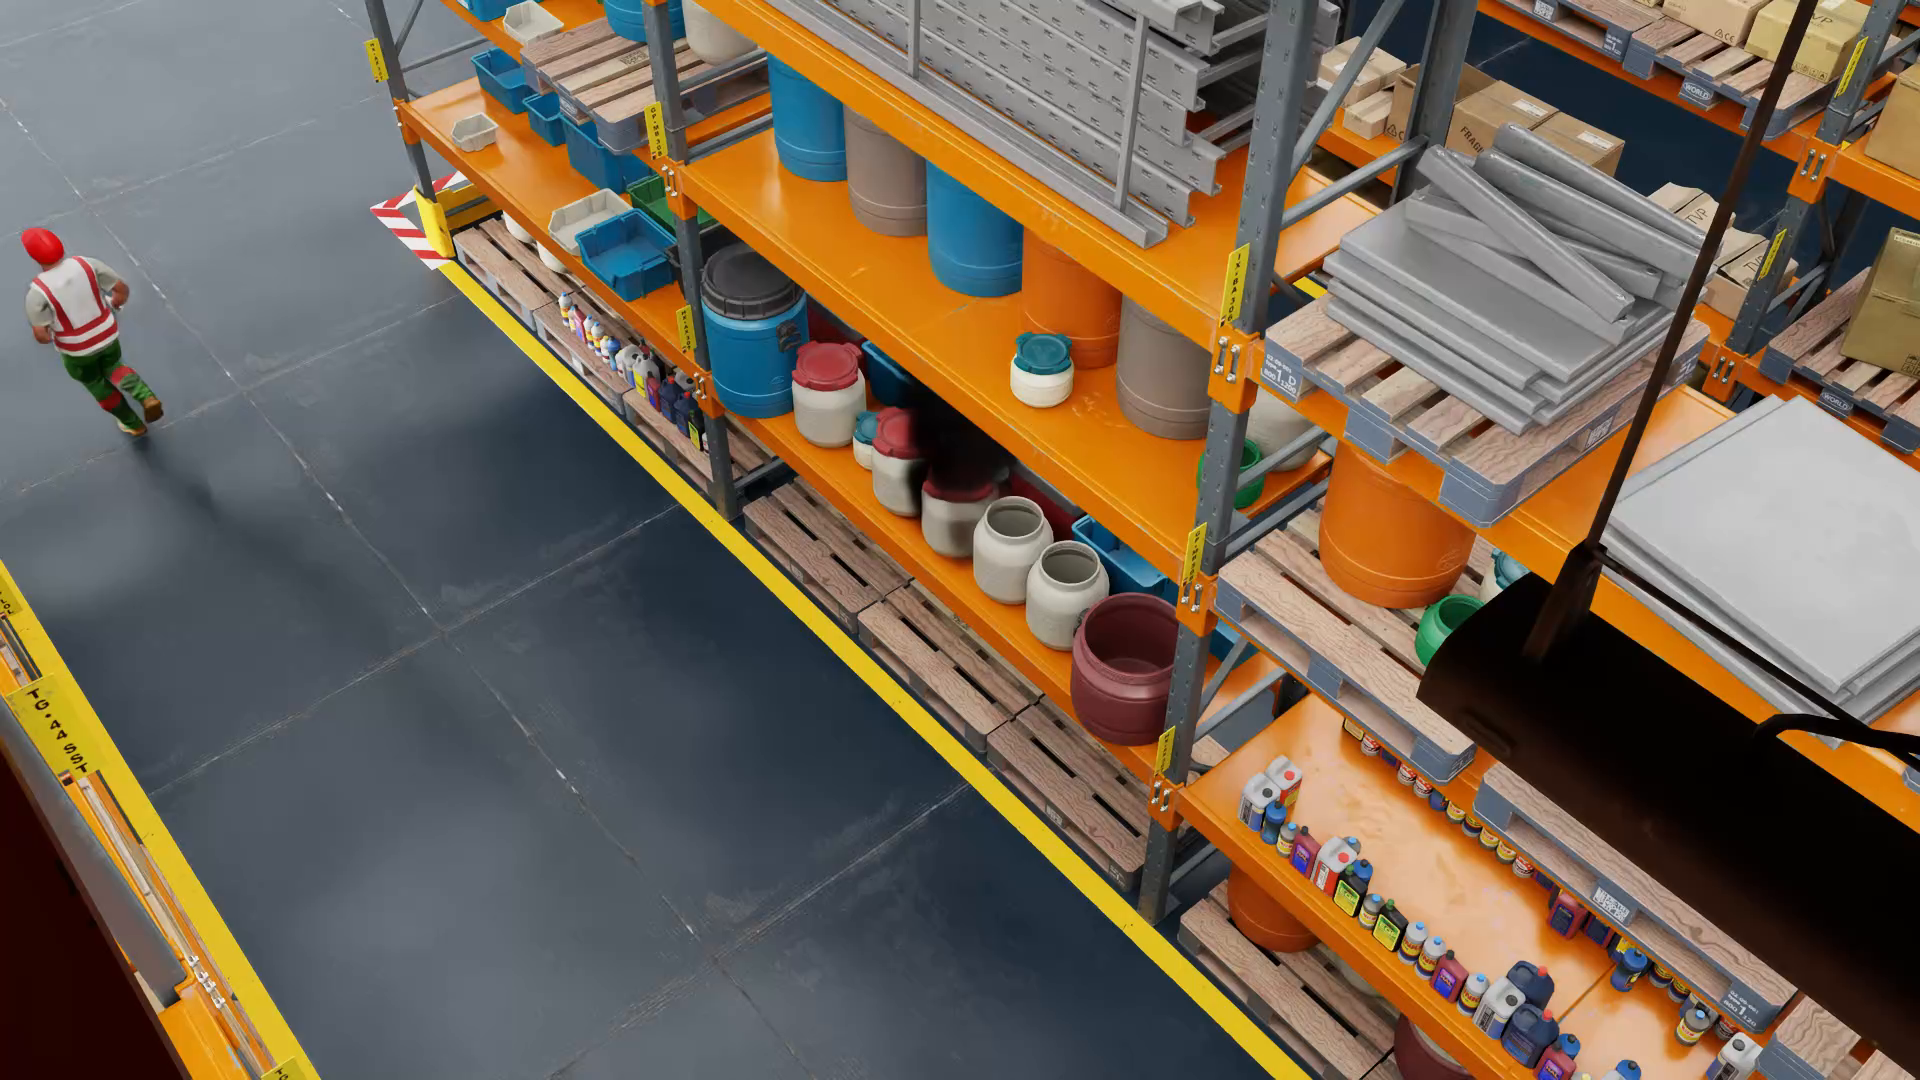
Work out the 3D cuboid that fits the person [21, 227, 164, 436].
[{"bbox_3d":[-5.776,-1.327,11.061,0.596,1.745,0.661,28,53,24],"label":"person"}]
